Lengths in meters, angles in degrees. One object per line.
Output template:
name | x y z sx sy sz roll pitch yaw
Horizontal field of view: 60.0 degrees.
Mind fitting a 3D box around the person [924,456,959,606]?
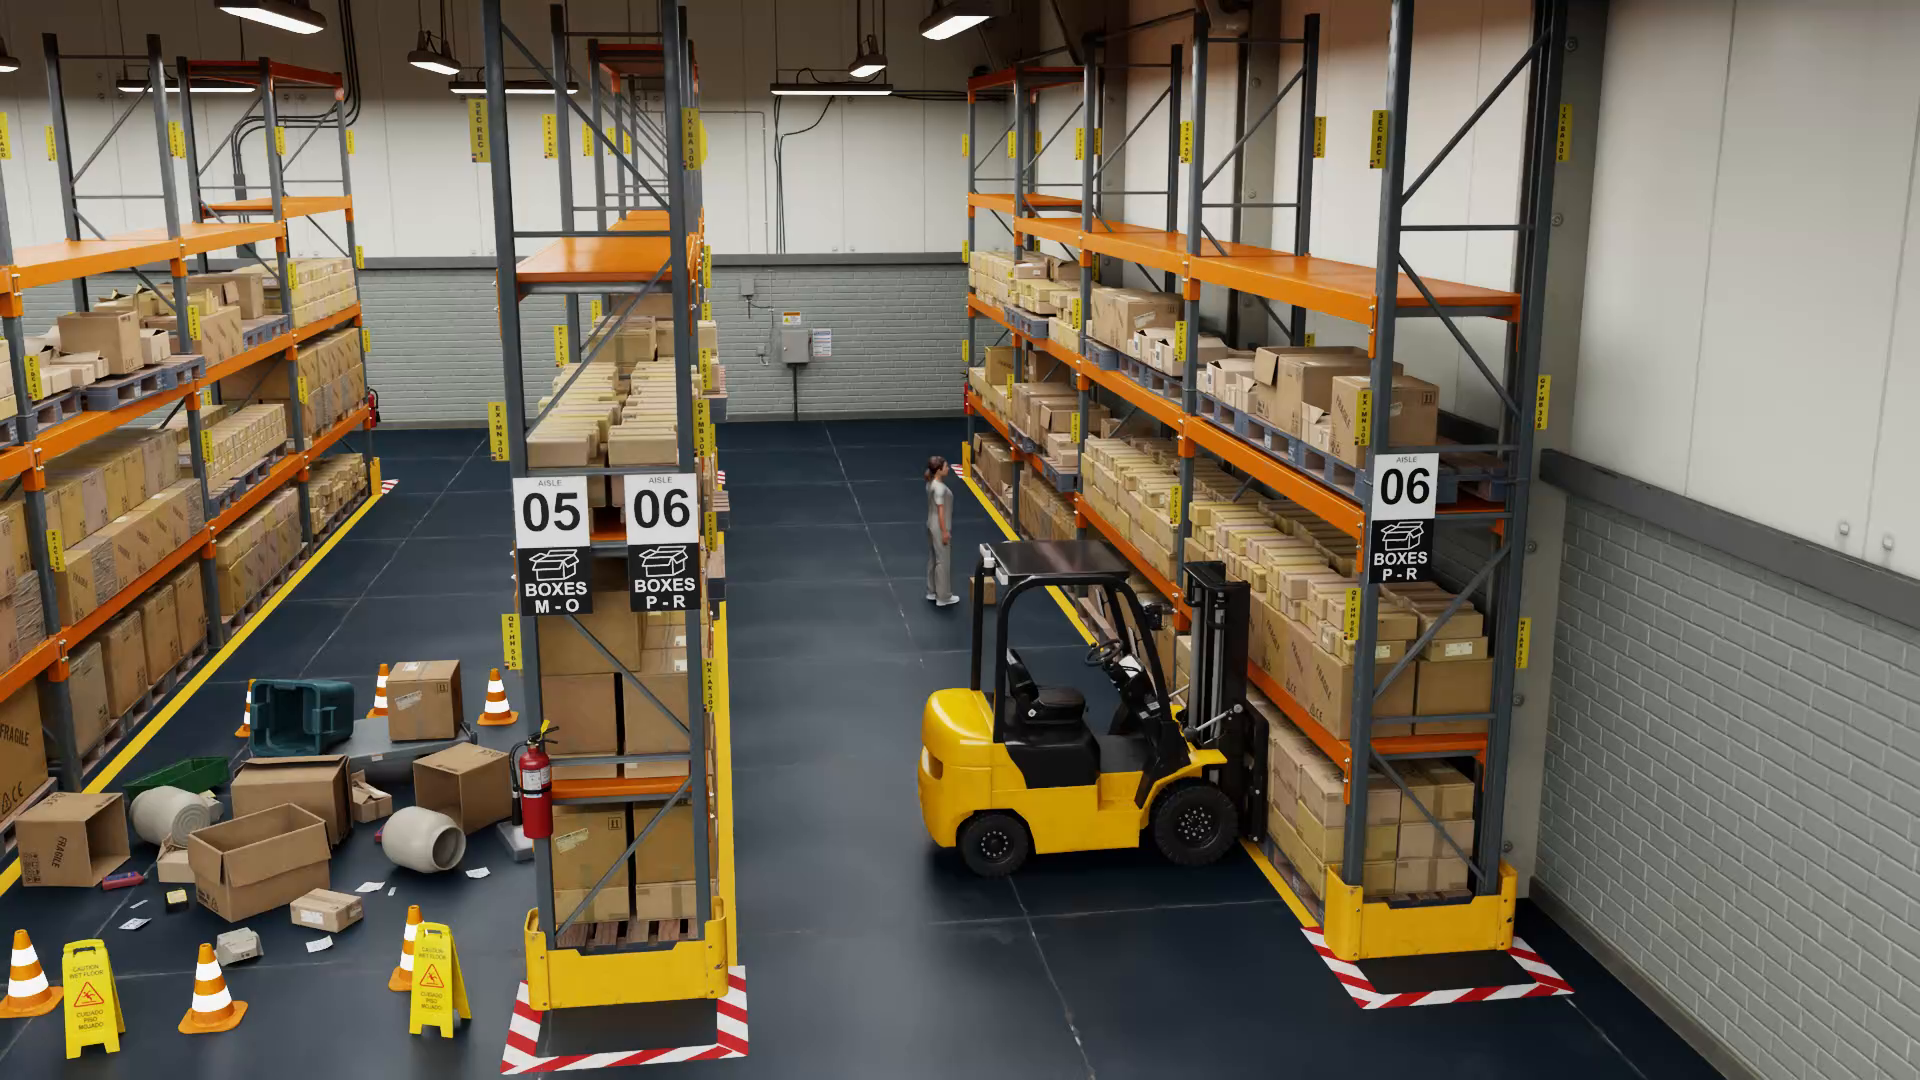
person | -0.202 -0.110 18.451 0.390 1.677 0.454 -3 14 -13
